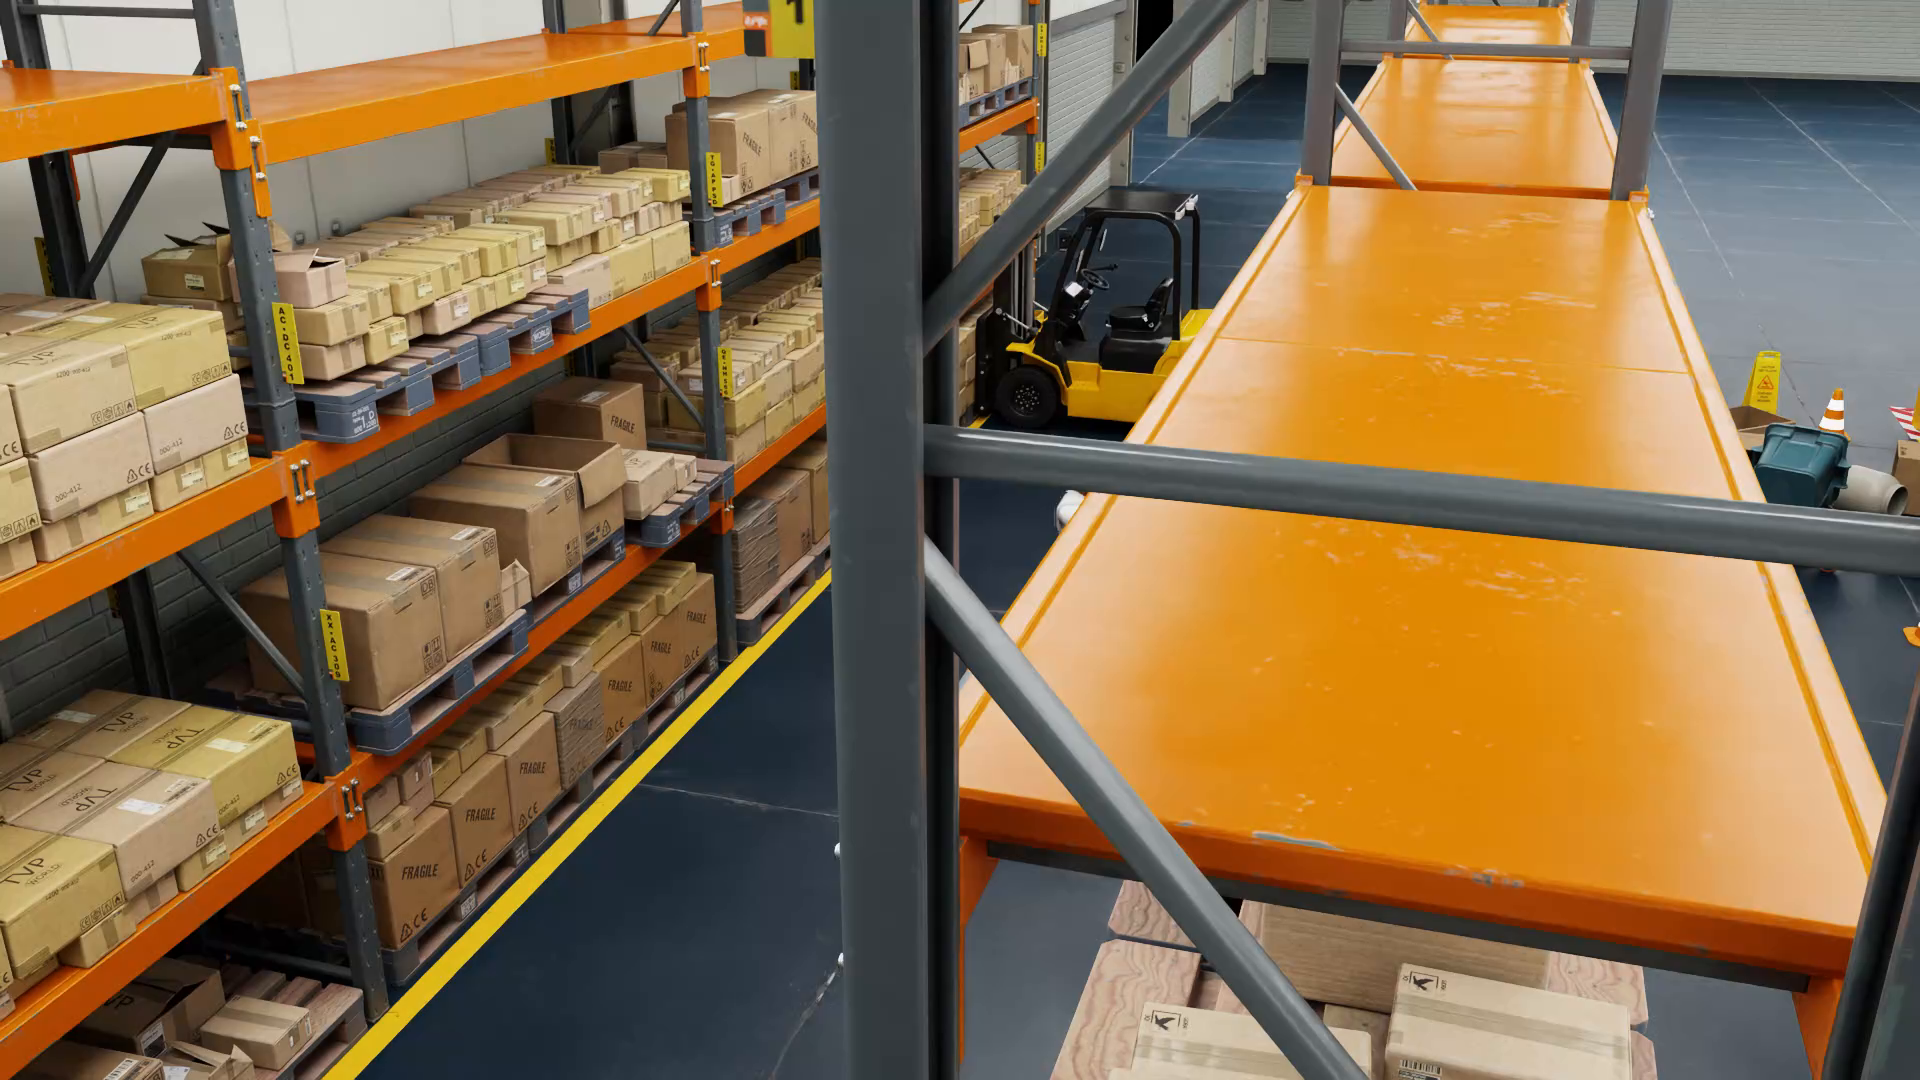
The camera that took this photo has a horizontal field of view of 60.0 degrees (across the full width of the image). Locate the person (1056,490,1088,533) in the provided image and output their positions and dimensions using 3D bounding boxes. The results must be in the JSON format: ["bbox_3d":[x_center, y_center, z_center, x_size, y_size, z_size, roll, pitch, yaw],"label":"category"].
[{"bbox_3d":[0.904,0.269,10.385,0.575,1.767,0.510,7,23,17],"label":"person"}]
